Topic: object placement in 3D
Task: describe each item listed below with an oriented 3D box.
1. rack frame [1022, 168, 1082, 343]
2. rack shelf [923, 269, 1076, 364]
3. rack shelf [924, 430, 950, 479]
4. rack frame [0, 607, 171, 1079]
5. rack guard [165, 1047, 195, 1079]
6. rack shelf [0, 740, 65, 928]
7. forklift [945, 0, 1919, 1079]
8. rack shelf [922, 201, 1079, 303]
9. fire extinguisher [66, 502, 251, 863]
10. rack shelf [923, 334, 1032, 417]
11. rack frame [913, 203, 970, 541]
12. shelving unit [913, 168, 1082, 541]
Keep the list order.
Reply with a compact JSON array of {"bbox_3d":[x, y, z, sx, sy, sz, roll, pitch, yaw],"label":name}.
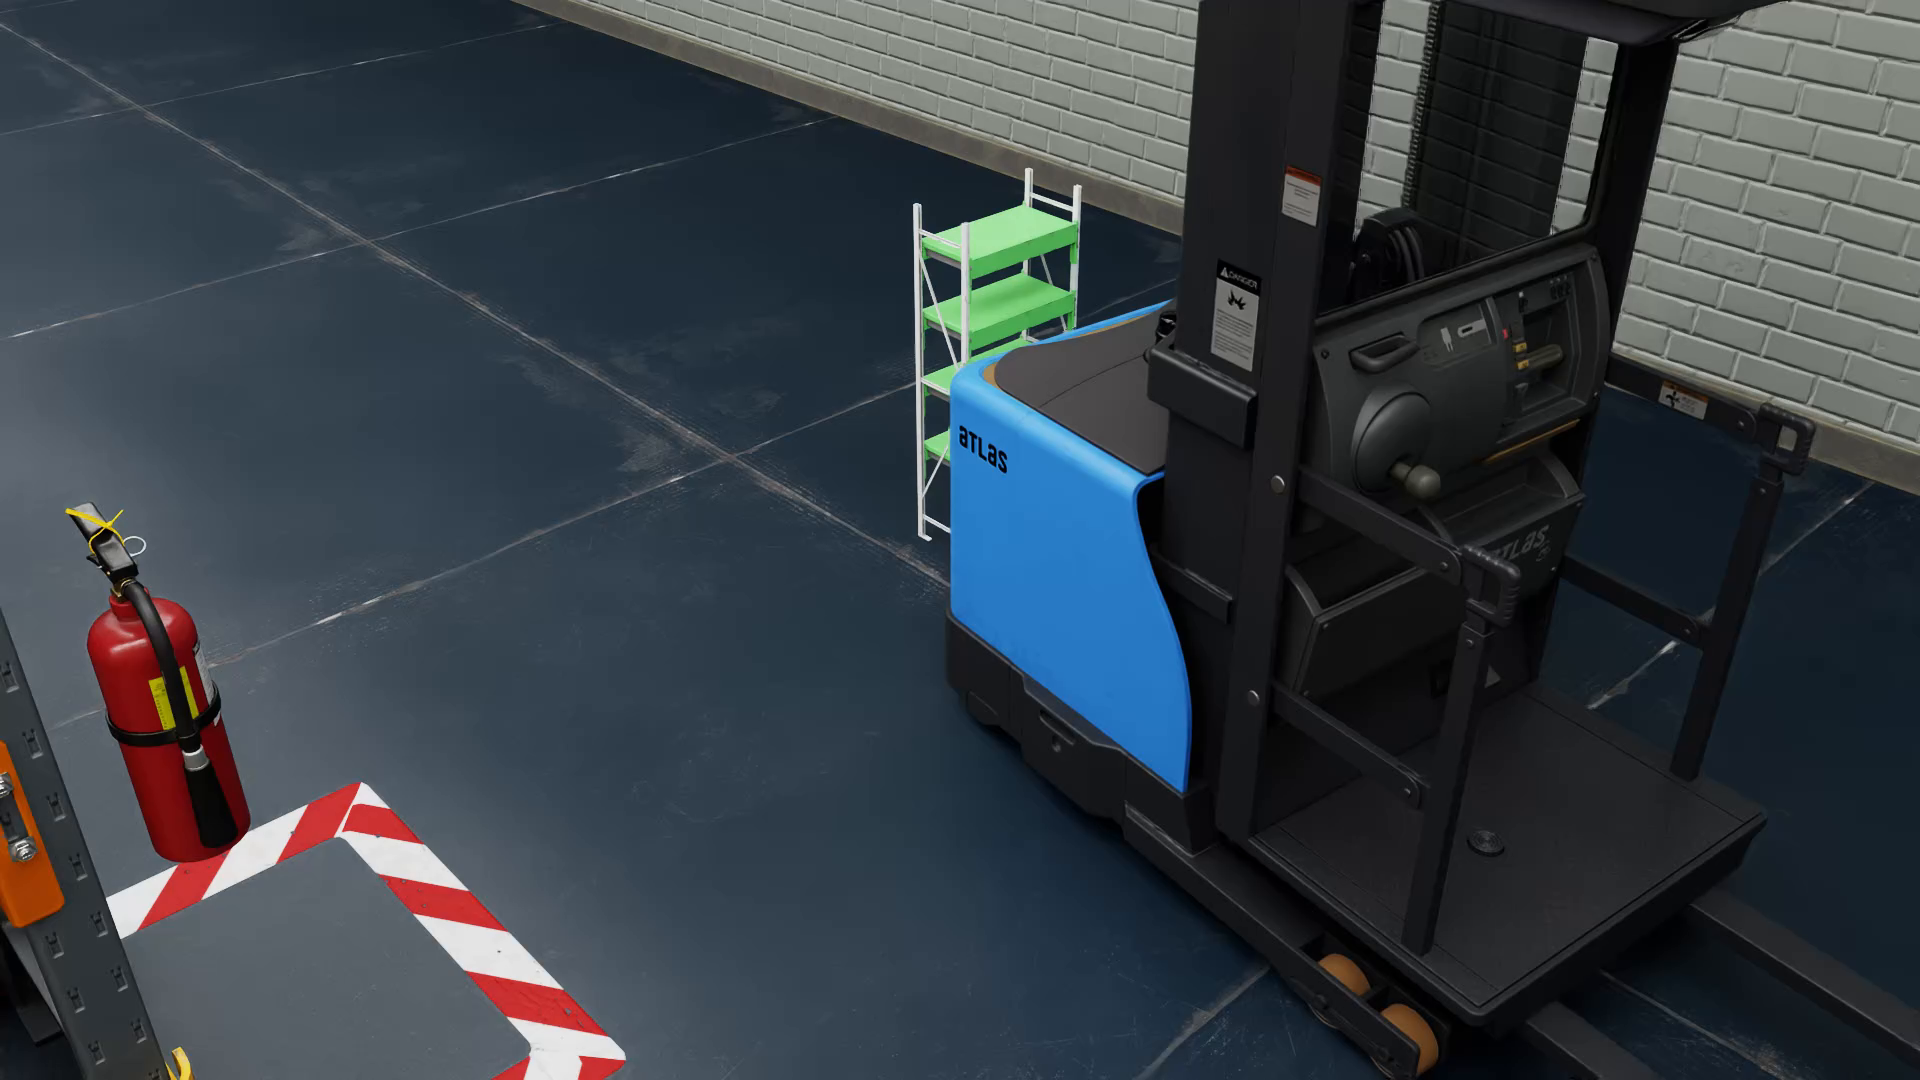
[{"bbox_3d":[0.300,-0.657,5.675,0.015,1.200,0.240,-26,40,-35],"label":"rack frame"},{"bbox_3d":[0.121,-0.721,5.441,0.480,0.148,0.258,-26,40,-35],"label":"rack shelf"},{"bbox_3d":[0.121,-0.311,5.692,0.480,0.148,0.258,-26,40,-35],"label":"rack shelf"},{"bbox_3d":[-1.894,-0.025,2.916,0.127,3.000,1.000,-26,40,-35],"label":"rack frame"},{"bbox_3d":[-1.950,1.068,3.524,0.348,0.500,1.175,-26,40,-35],"label":"rack guard"},{"bbox_3d":[-3.361,0.991,1.943,4.000,0.370,1.077,-26,40,-35],"label":"rack shelf"},{"bbox_3d":[1.232,-0.322,3.467,1.130,2.935,3.031,-21,37,-30],"label":"forklift"},{"bbox_3d":[0.121,-0.926,5.316,0.480,0.148,0.258,-26,40,-35],"label":"rack shelf"},{"bbox_3d":[-1.396,0.254,2.891,0.183,0.674,0.296,-26,40,-35],"label":"fire extinguisher"},{"bbox_3d":[0.121,-0.516,5.566,0.480,0.148,0.258,-26,40,-35],"label":"rack shelf"},{"bbox_3d":[-0.058,-0.484,5.391,0.015,1.200,0.240,-26,40,-35],"label":"rack frame"},{"bbox_3d":[0.121,-0.571,5.533,0.503,1.200,0.258,-26,40,-35],"label":"shelving unit"}]
